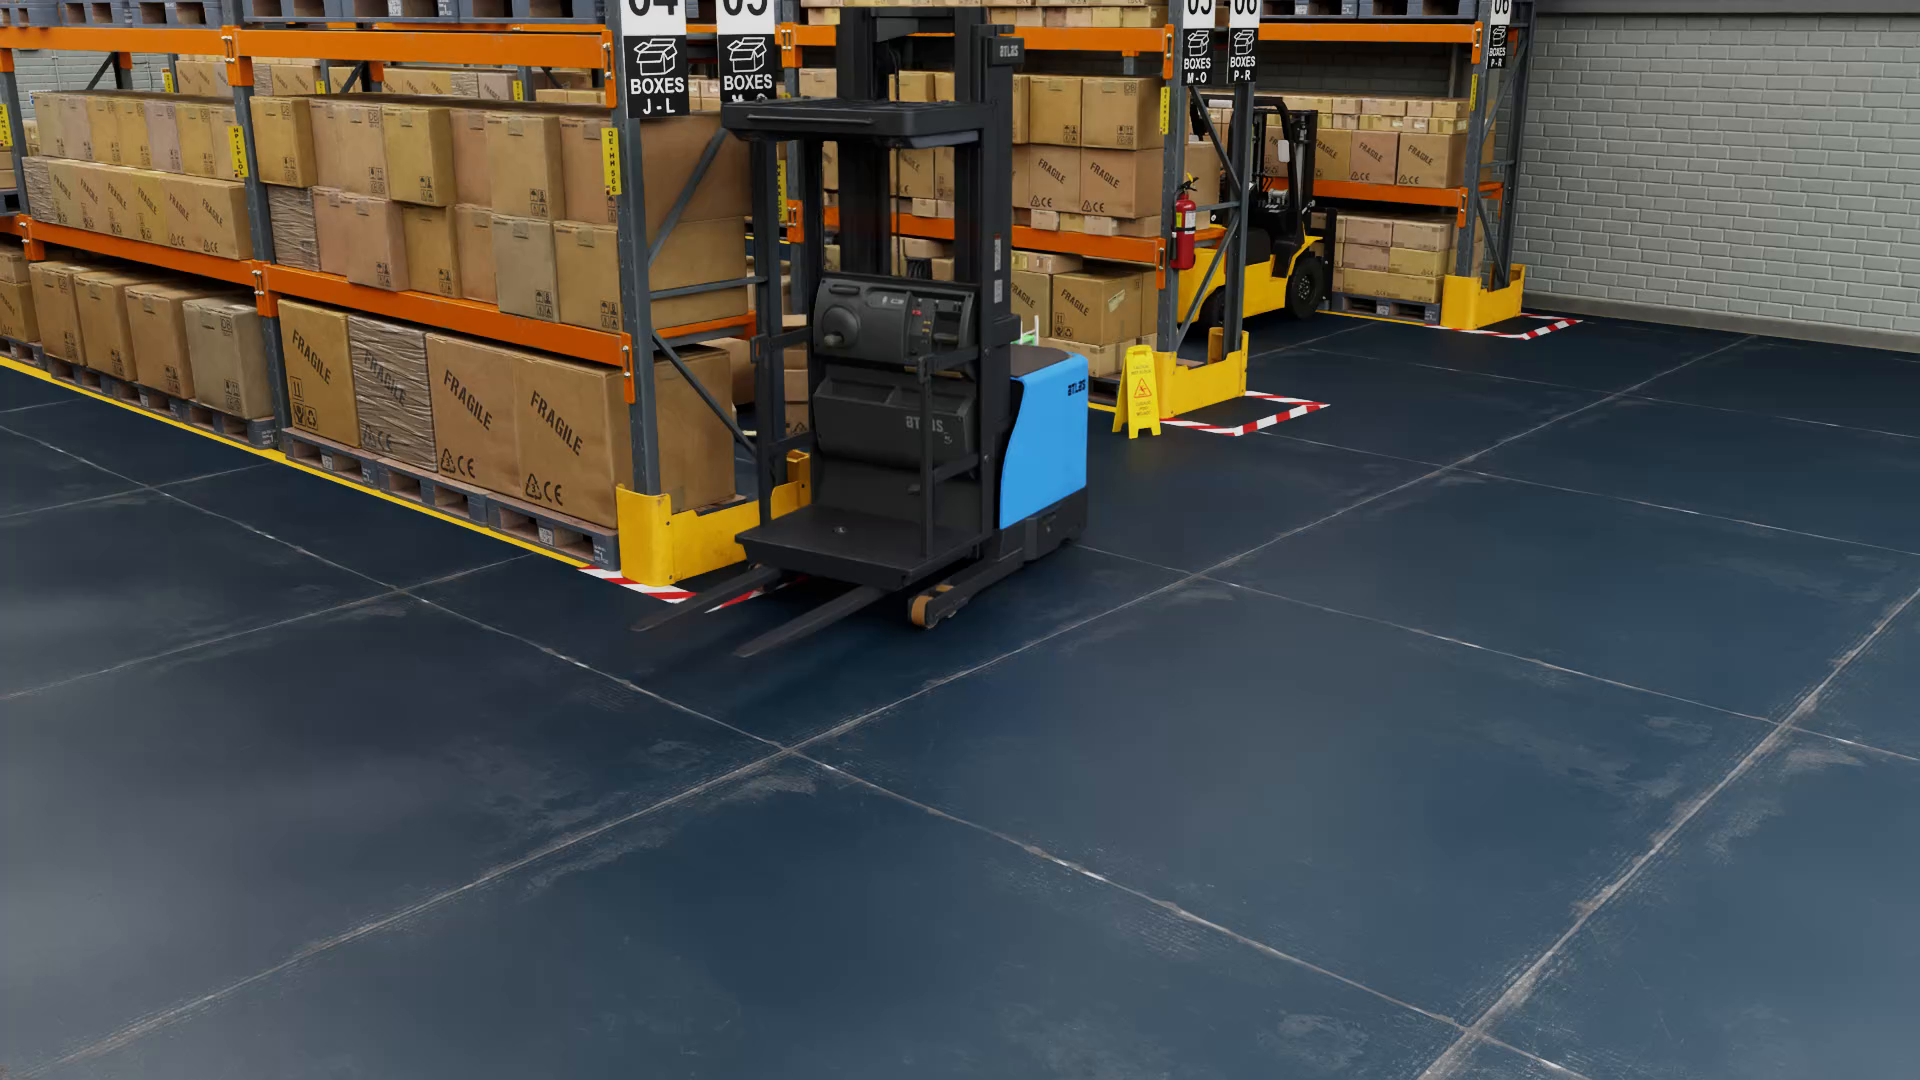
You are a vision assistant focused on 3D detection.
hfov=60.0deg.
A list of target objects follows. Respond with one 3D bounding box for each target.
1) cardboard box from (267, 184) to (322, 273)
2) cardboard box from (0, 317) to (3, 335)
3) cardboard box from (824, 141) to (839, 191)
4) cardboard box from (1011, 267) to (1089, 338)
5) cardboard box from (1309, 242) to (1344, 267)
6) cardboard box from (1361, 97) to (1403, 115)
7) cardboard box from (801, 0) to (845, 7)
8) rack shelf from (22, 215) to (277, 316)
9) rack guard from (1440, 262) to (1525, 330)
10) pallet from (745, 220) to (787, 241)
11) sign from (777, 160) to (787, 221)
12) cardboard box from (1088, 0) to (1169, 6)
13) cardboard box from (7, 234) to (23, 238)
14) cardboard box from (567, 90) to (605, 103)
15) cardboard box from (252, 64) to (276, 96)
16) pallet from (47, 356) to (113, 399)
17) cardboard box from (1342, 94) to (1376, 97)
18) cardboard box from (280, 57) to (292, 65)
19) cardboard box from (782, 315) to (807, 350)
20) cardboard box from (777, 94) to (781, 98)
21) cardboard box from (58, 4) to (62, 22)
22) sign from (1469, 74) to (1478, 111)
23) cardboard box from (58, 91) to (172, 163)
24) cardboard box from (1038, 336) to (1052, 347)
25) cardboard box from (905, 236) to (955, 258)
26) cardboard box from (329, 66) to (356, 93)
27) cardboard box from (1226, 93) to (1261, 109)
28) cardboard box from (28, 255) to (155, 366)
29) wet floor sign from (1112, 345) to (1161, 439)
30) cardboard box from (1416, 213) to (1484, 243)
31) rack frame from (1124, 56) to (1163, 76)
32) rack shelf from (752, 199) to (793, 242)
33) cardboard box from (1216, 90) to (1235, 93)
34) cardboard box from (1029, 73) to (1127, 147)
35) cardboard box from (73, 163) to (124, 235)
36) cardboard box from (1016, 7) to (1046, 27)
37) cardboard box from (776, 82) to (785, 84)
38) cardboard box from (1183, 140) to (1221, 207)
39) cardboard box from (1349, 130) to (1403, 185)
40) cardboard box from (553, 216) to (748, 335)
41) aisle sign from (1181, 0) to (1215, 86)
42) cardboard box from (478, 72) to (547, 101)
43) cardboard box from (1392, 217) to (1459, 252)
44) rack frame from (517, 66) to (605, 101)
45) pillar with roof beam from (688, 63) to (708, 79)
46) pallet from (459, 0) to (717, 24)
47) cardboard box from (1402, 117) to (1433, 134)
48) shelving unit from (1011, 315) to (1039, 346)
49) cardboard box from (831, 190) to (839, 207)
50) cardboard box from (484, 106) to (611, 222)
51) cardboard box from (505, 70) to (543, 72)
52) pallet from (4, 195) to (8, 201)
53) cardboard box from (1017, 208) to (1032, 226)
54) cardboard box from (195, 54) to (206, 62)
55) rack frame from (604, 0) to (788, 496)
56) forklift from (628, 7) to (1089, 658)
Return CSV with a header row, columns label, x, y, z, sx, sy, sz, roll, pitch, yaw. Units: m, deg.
label,x,y,z,sx,sy,sz,roll,pitch,yaw
cardboard box,-4.073,-2.146,11.167,0.550,0.550,0.875,15,23,39
cardboard box,-8.400,-2.136,14.821,0.500,0.500,0.500,16,24,41
cardboard box,-1.002,-3.324,14.471,0.500,0.500,0.500,15,23,39
cardboard box,0.680,-1.936,13.365,0.500,0.500,0.500,16,24,41
cardboard box,3.798,-2.964,17.017,0.500,0.250,0.500,14,23,38
cardboard box,4.174,-4.285,16.427,0.250,0.149,0.380,15,23,40
cardboard box,-0.999,-4.636,14.058,0.500,0.250,0.500,14,23,38
rack shelf,-5.852,-2.205,12.789,4.000,0.370,1.077,15,23,39
rack guard,5.155,-2.411,16.381,0.348,0.500,1.175,15,23,39
pallet,-2.288,-4.287,22.772,1.213,0.211,1.003,15,23,39
sign,-0.992,-1.918,9.133,0.005,0.325,0.100,15,23,39
cardboard box,1.284,-4.025,12.133,0.500,0.250,0.500,15,23,39
cardboard box,-8.444,-2.713,15.399,0.500,0.250,0.500,15,23,40
cardboard box,-3.561,-4.233,16.640,0.500,0.500,0.500,17,24,42
cardboard box,-8.427,-5.653,20.647,0.500,0.500,0.500,15,23,40
pallet,-6.809,-1.445,13.815,1.213,0.211,1.003,15,23,39
cardboard box,4.128,-4.507,17.124,0.250,0.149,0.380,14,23,38
cardboard box,-8.078,-5.892,20.329,0.250,0.149,0.380,15,23,39
cardboard box,-1.248,-1.573,13.738,0.500,0.500,0.500,-3,18,-8
cardboard box,-1.682,-3.935,15.702,0.500,0.500,0.500,15,23,39
cardboard box,-7.599,-4.601,14.028,0.500,0.500,0.500,15,23,39
sign,4.767,-4.152,15.429,0.005,0.325,0.100,15,23,39
cardboard box,-6.640,-3.280,13.169,0.500,0.500,0.700,15,23,38
cardboard box,0.680,-1.580,13.482,0.500,0.250,0.500,15,23,39
cardboard box,-0.242,-2.468,13.969,0.250,0.149,0.380,17,24,42
cardboard box,-6.992,-5.263,19.419,0.500,0.500,0.500,15,23,40
cardboard box,2.976,-4.575,17.340,0.250,0.149,0.380,15,23,38
cardboard box,-6.953,-1.934,13.773,0.750,0.750,1.050,15,23,39
wet floor sign,1.277,-1.081,11.950,0.267,0.644,0.232,-9,20,-27
cardboard box,4.903,-3.112,16.658,0.500,0.250,0.500,15,23,38
rack frame,2.145,-4.410,18.549,0.127,3.000,1.000,15,23,39
rack shelf,-2.642,-3.345,16.382,4.000,0.370,1.077,15,23,39
cardboard box,2.952,-4.803,18.058,0.250,0.149,0.380,15,23,39
cardboard box,0.945,-3.306,12.759,0.500,0.500,0.700,15,23,40
cardboard box,-6.433,-2.643,12.815,0.500,0.500,0.500,15,23,39
cardboard box,0.646,-4.010,12.746,0.250,0.149,0.380,15,23,39
cardboard box,-2.650,-5.855,22.242,0.500,0.500,0.700,15,23,39
cardboard box,1.675,-2.830,12.914,0.500,0.500,0.500,15,23,38
cardboard box,4.213,-3.800,16.462,0.500,0.500,0.500,16,24,41
cardboard box,-1.672,-1.479,9.064,0.550,0.550,0.875,15,23,39
aisle sign,1.699,-3.644,11.838,0.004,0.787,0.394,15,23,39
cardboard box,-4.699,-4.658,17.513,0.500,0.500,0.500,14,23,38
cardboard box,4.586,-2.995,16.288,0.500,0.250,0.500,16,24,41
rack frame,-4.138,-4.089,17.538,0.127,3.000,1.000,15,23,39
pillar with roof beam,-6.618,-8.245,20.717,0.400,9.000,9.100,15,23,39
pallet,-1.927,-2.877,8.906,1.213,0.211,1.003,15,23,39
cardboard box,4.481,-4.015,16.065,0.250,0.149,0.380,16,23,40
shelving unit,0.188,-0.760,10.023,0.503,1.200,0.258,10,20,28
cardboard box,-0.900,-2.992,14.495,0.250,0.149,0.380,16,24,41
cardboard box,-2.089,-2.102,9.243,0.550,0.550,0.875,15,23,39
cardboard box,-4.722,-4.865,18.165,0.500,0.500,0.500,15,23,39
pallet,-8.856,-3.246,15.198,1.213,0.211,1.003,15,23,39
cardboard box,0.672,-2.600,13.261,0.250,0.149,0.380,15,23,40
cardboard box,-9.678,-6.280,21.552,0.250,0.149,0.380,16,24,41
rack frame,-1.365,-1.343,8.884,0.127,3.000,1.000,15,23,39
forklift,-0.451,-1.117,8.286,1.130,2.935,3.031,10,20,29
